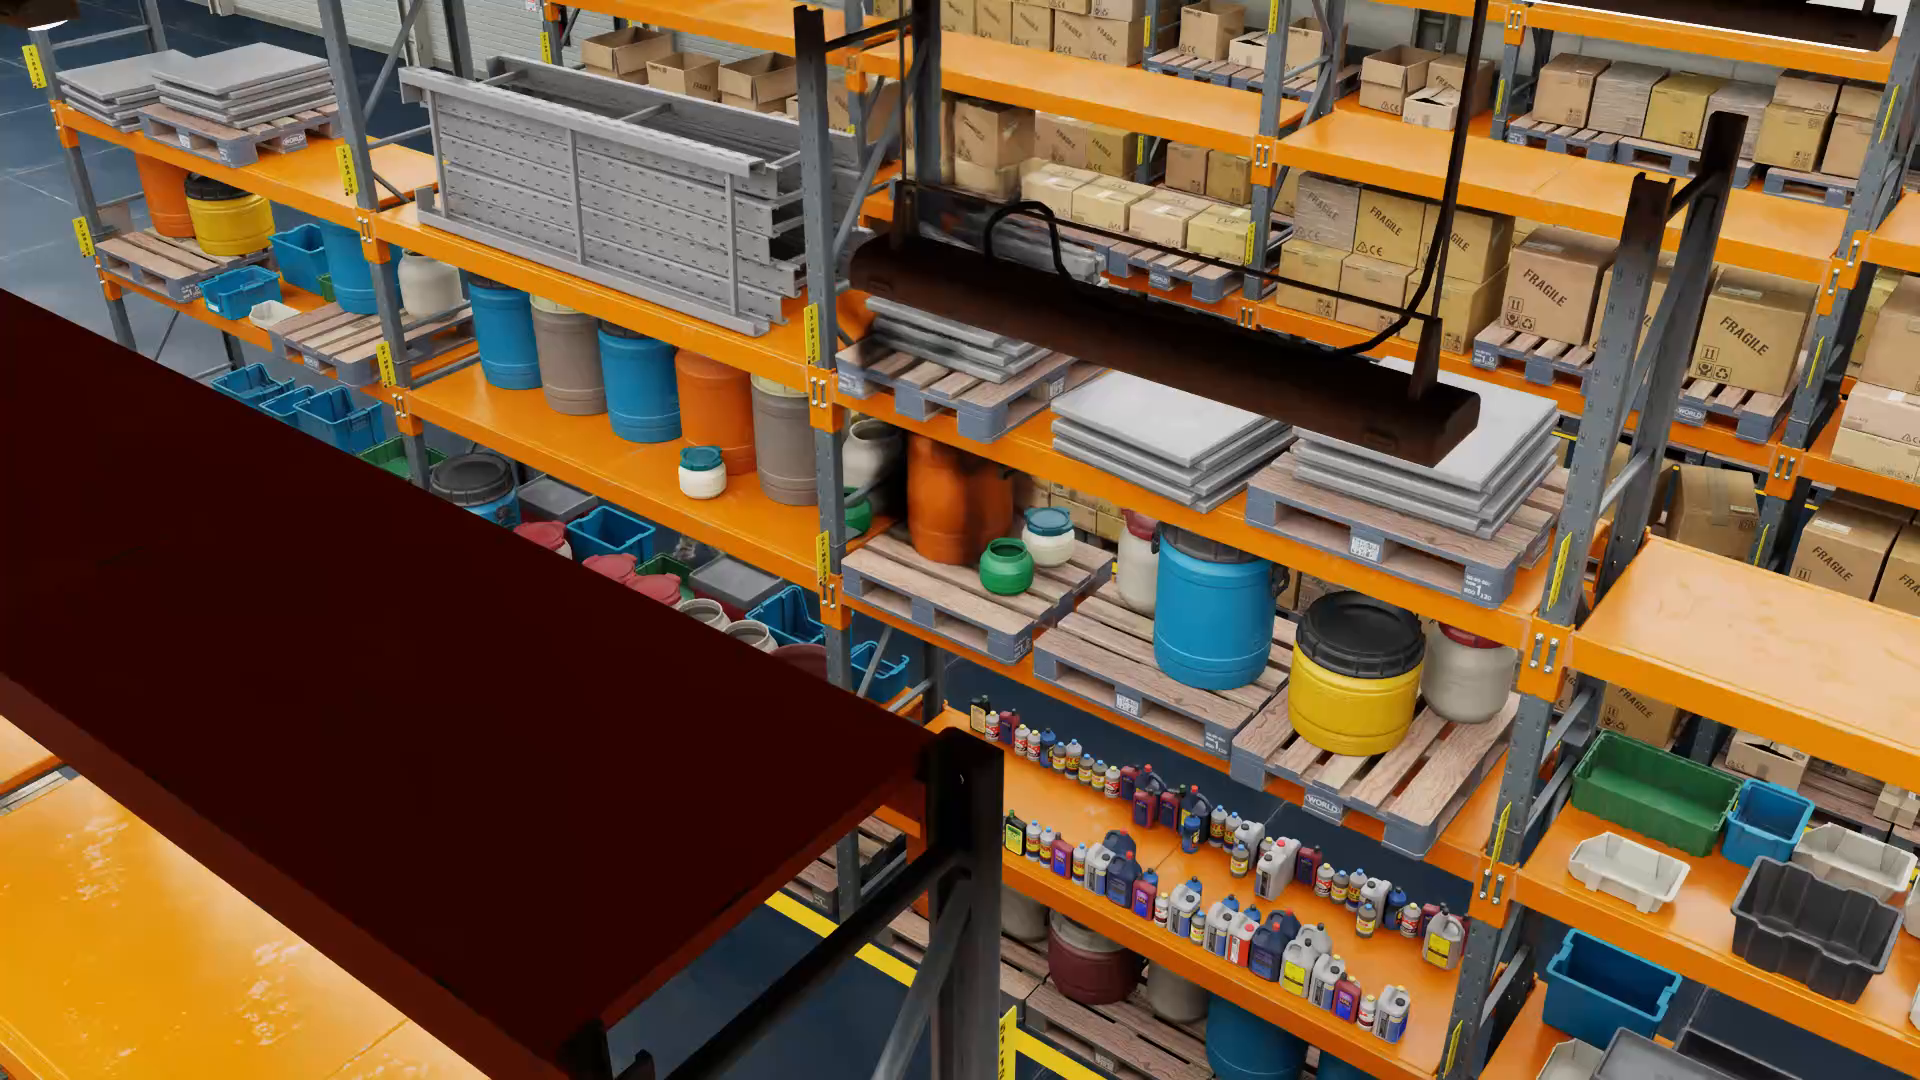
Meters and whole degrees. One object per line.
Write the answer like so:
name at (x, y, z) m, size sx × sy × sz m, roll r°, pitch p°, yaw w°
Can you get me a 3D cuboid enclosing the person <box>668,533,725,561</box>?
person at (-2.272, -0.474, 14.309) m, size 0.897 × 1.819 × 0.671 m, roll 12°, pitch 33°, yaw 19°
